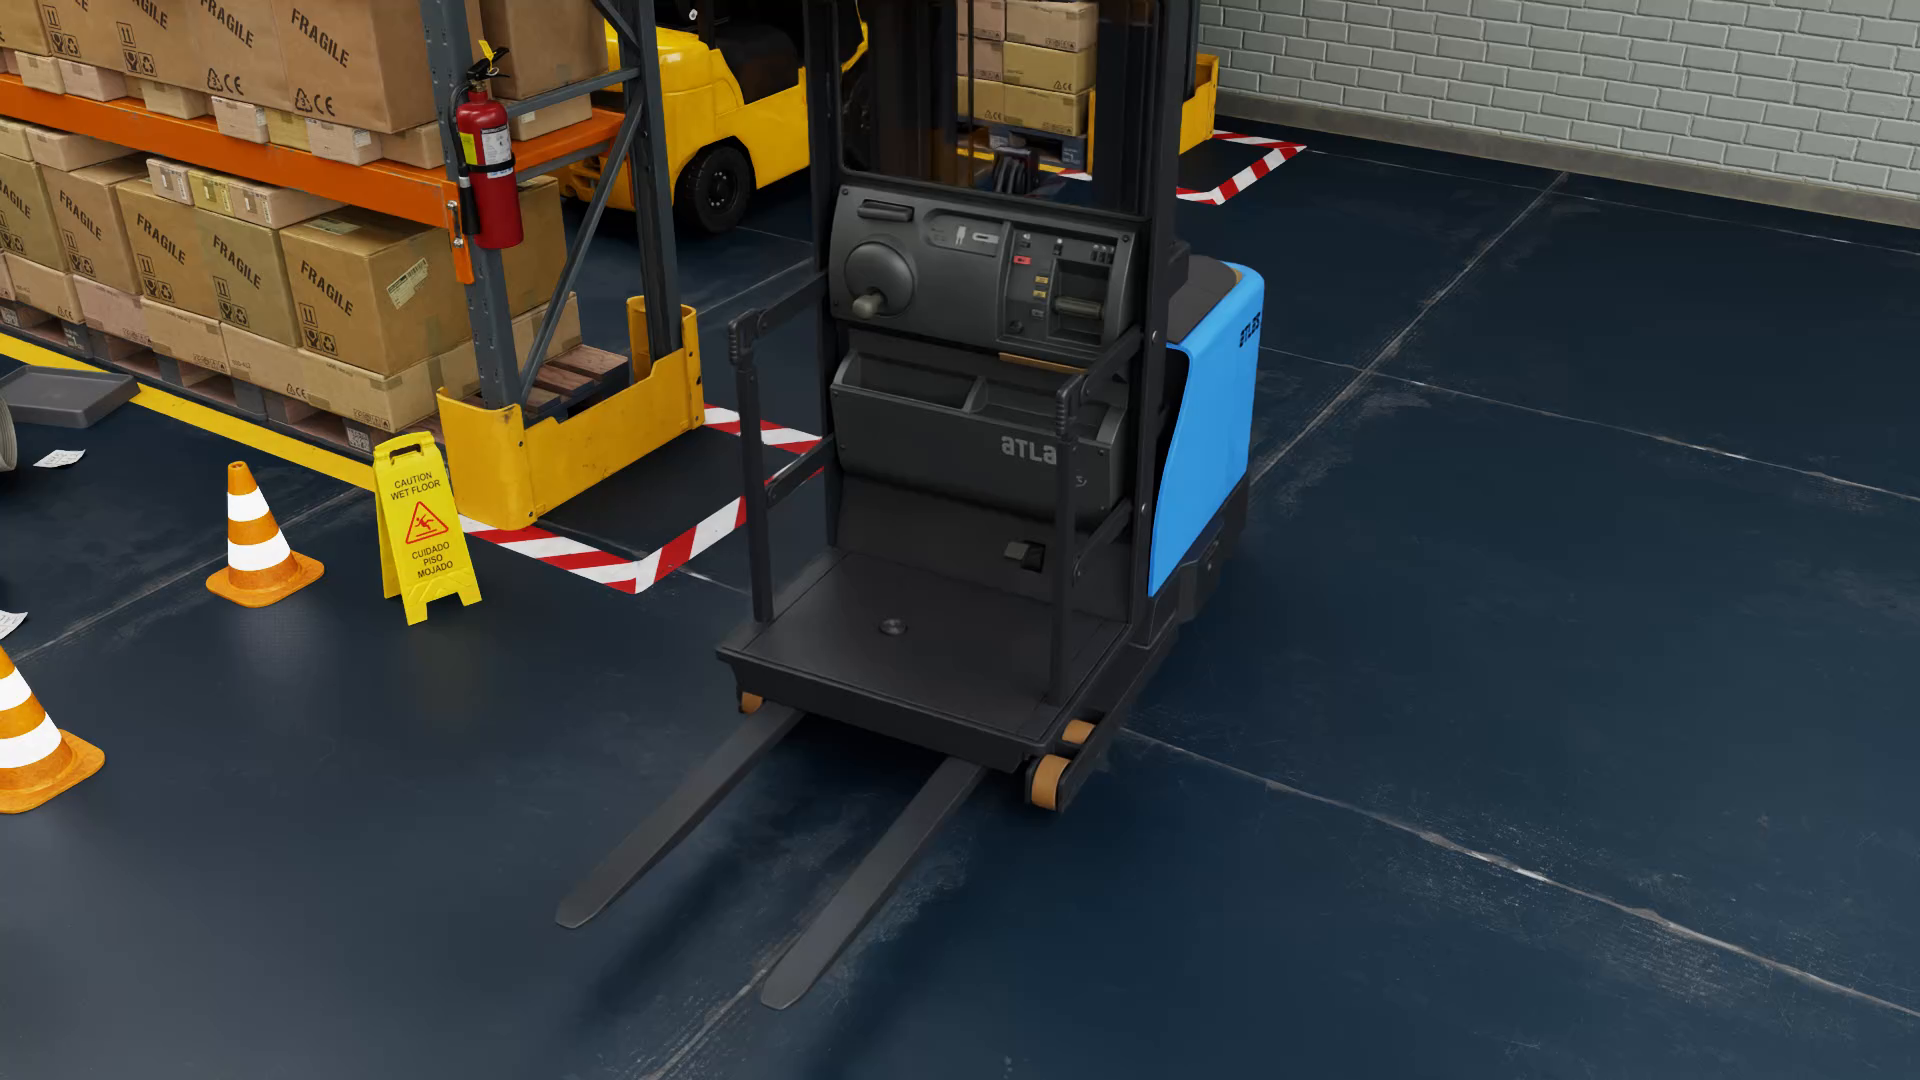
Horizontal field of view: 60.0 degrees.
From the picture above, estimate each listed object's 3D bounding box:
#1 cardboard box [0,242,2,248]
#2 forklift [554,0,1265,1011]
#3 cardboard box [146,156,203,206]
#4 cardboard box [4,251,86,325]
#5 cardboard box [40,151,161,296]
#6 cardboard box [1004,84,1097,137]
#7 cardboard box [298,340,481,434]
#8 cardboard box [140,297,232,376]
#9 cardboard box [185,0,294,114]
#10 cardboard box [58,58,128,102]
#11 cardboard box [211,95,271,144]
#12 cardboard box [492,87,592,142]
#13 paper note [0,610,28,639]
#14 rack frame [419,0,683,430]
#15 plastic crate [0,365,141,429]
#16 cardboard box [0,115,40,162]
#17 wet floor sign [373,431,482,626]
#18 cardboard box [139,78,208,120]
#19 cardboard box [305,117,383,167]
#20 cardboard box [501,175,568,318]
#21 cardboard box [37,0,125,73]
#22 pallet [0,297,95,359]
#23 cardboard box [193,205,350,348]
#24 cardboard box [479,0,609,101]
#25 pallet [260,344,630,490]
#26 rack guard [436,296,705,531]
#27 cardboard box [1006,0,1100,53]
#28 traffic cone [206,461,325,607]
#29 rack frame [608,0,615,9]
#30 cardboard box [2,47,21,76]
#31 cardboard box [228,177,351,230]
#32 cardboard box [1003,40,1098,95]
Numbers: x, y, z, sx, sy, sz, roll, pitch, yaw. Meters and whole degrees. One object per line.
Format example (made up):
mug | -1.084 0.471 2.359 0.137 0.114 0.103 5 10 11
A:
cardboard box | -4.491 -1.709 7.770 0.500 0.500 0.500 19 35 30
forklift | -0.045 -0.724 4.583 1.130 2.935 3.031 14 33 23
cardboard box | -3.057 -1.504 6.775 0.250 0.149 0.380 19 35 29
cardboard box | -4.033 -1.247 7.722 0.500 0.250 0.500 20 36 30
cardboard box | -3.593 -1.431 7.294 0.500 0.500 0.500 20 36 30
cardboard box | 0.611 -2.697 10.209 0.500 0.250 0.500 18 35 28
cardboard box | -2.307 -0.695 6.776 0.500 0.250 0.500 17 34 27
cardboard box | -3.168 -0.968 7.245 0.500 0.250 0.500 16 34 26
cardboard box | -2.487 -1.929 6.185 0.500 0.500 0.500 18 35 27
cardboard box | -3.444 -1.933 6.835 0.250 0.149 0.380 17 34 27
cardboard box | -2.603 -1.648 6.347 0.250 0.149 0.380 18 35 28
cardboard box | -1.637 -1.664 6.375 0.250 0.149 0.380 18 35 28
paper note | -3.318 0.286 5.730 0.142 0.019 0.148 6 31 10
rack frame | -1.459 -1.593 6.004 0.127 3.000 1.000 18 35 27
plastic crate | -3.953 -0.633 7.256 0.583 0.080 0.402 6 31 10
cardboard box | -3.981 -1.793 7.271 0.250 0.149 0.380 19 35 29
wet floor sign | -1.867 -0.069 5.727 0.267 0.644 0.232 -21 36 -32
cardboard box | -3.010 -1.806 6.619 0.250 0.149 0.380 17 34 27
cardboard box | -2.163 -1.514 6.118 0.250 0.149 0.380 17 34 27
cardboard box | -2.016 -1.251 6.985 0.500 0.500 0.500 16 34 26
cardboard box | -3.328 -2.208 6.664 0.500 0.500 0.500 18 35 28
pallet | -4.259 -1.295 8.261 1.213 0.211 1.003 18 35 27
cardboard box | -2.720 -1.152 6.816 0.500 0.500 0.500 19 35 29
cardboard box | -1.713 -2.010 6.324 0.500 0.500 0.500 17 34 27
pallet | -2.193 -0.642 7.140 1.213 0.211 1.003 18 35 27
rack guard | -1.524 -0.534 6.669 0.348 0.500 1.175 18 35 27
cardboard box | 0.621 -3.128 9.955 0.500 0.250 0.500 19 35 29
traffic cone | -2.509 -0.062 5.897 0.334 0.463 0.336 18 35 27
rack frame | -2.211 -4.784 11.474 0.127 3.000 1.000 18 35 27
cardboard box | -3.835 -2.092 7.108 0.250 0.149 0.380 17 34 27
cardboard box | -2.623 -1.364 6.535 0.250 0.149 0.380 19 35 29
cardboard box | 0.598 -2.919 10.093 0.500 0.250 0.500 17 34 27
